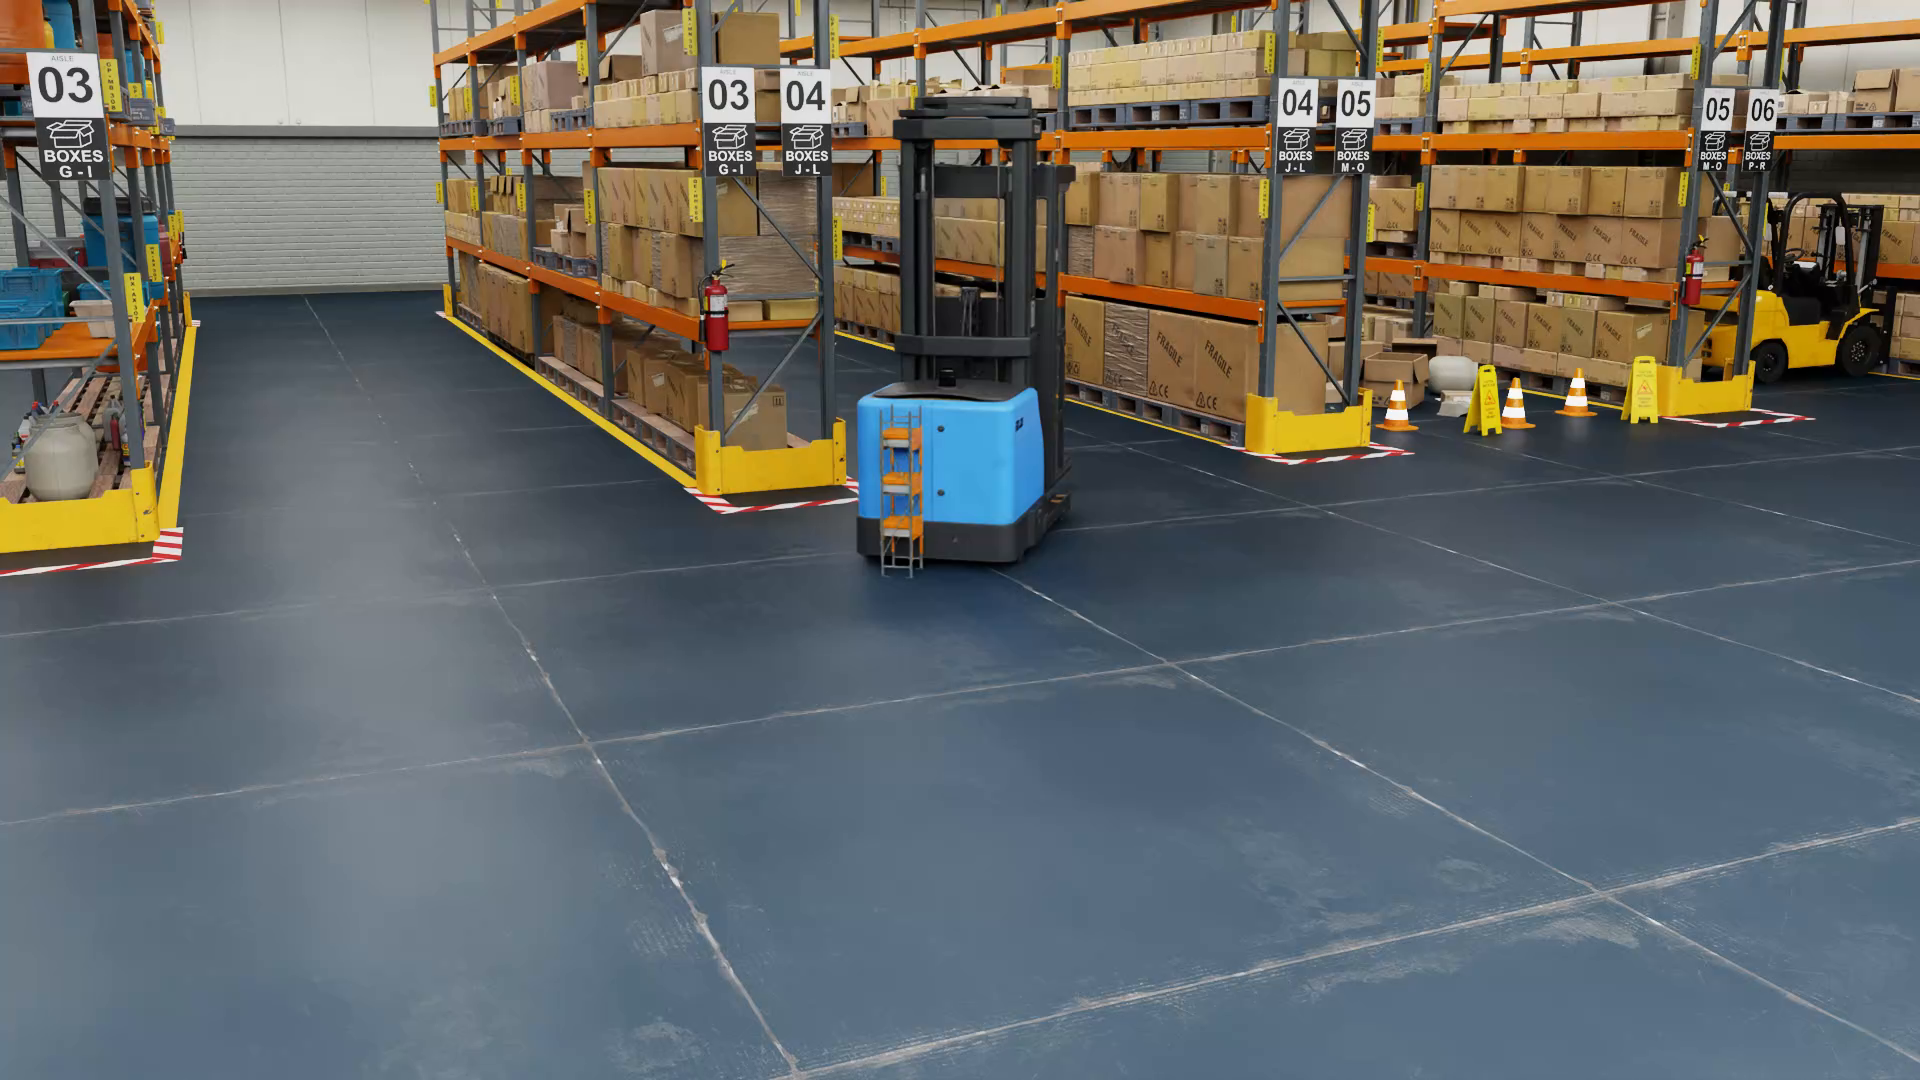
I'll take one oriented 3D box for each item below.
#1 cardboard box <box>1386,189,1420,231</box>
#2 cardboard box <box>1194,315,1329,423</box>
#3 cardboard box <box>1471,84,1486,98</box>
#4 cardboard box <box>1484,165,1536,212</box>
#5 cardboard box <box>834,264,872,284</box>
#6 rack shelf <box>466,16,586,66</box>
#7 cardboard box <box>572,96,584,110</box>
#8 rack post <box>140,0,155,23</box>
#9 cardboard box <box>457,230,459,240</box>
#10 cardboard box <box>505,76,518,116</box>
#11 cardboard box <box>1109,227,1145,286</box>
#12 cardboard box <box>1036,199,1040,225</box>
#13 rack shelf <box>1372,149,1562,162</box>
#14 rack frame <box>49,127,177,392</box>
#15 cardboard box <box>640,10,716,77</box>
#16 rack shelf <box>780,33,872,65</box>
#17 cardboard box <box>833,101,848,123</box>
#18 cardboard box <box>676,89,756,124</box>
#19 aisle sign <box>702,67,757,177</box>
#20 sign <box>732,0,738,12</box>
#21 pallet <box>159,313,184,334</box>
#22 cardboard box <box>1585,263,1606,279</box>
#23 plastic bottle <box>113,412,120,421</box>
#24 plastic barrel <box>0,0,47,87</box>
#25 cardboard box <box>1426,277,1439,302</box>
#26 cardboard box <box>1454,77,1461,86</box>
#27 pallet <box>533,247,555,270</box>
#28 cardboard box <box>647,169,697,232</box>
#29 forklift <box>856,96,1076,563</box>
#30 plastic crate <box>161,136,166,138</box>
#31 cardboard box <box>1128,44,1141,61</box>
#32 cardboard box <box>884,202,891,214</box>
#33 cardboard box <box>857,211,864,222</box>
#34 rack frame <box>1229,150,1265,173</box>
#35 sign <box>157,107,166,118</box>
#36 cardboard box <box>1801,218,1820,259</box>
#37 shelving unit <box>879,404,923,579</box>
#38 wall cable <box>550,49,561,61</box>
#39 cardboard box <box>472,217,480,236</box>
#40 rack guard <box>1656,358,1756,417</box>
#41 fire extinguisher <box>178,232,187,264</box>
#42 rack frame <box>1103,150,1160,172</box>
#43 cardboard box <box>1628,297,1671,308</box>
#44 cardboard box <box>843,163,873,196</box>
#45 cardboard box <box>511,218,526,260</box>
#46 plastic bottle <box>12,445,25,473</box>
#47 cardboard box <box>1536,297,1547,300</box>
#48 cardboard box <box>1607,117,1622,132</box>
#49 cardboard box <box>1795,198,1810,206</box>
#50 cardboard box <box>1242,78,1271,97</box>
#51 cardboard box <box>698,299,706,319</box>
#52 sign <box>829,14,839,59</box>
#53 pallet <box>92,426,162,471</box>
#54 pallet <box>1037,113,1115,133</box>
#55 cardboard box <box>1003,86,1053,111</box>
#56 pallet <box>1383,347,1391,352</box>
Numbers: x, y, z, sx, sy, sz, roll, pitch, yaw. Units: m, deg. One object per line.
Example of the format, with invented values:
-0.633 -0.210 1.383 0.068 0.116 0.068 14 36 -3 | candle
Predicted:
5.620 -4.070 20.491 0.500 0.500 0.500 -6 14 -24 | cardboard box
2.790 -1.607 15.440 0.875 0.875 0.875 -6 14 -23 | cardboard box
6.071 -5.124 18.992 0.380 0.149 0.250 -6 14 -25 | cardboard box
6.354 -3.954 18.703 0.700 0.500 0.500 -6 14 -24 | cardboard box
-1.631 -3.958 24.767 0.500 0.250 0.500 -6 14 -25 | cardboard box
-5.468 -6.319 21.199 1.077 0.370 4.000 -6 14 -23 | rack shelf
-3.908 -4.633 17.669 0.380 0.166 0.250 -6 14 -25 | cardboard box
-9.880 -6.180 19.224 0.937 0.300 0.954 -4 14 -17 | rack post
-7.515 -4.691 25.541 0.380 0.149 0.250 -6 14 -24 | cardboard box
-5.404 -5.533 20.820 0.500 0.500 0.500 -5 14 -20 | cardboard box
2.028 -2.894 16.887 0.875 0.550 0.550 -6 14 -23 | cardboard box
1.108 -3.873 19.014 0.700 0.500 0.500 -6 14 -24 | cardboard box
8.158 -6.397 27.300 1.077 0.370 4.000 -6 14 -23 | rack shelf
-9.206 -3.081 18.031 1.000 3.000 0.127 -6 14 -23 | rack frame
-2.315 -4.072 13.668 0.500 0.500 0.500 -6 14 -23 | cardboard box
-2.486 -7.766 26.570 1.077 0.370 4.000 -6 14 -23 | rack shelf
-1.524 -6.204 24.137 0.500 0.311 0.500 -6 14 -24 | cardboard box
-1.889 -3.341 12.833 0.500 0.250 0.500 -5 14 -22 | cardboard box
-1.713 -3.103 12.357 0.394 0.787 0.004 -6 14 -23 | aisle sign
-3.784 -8.976 27.948 0.100 0.325 0.005 -6 14 -23 | sign
-12.115 -3.202 24.736 1.003 0.211 1.213 -6 14 -23 | pallet
6.855 -2.854 17.607 0.380 0.149 0.250 -5 14 -22 | cardboard box
-6.959 -0.918 13.732 0.061 0.283 0.133 -6 14 -23 | plastic bottle
-6.312 -3.393 10.840 0.600 0.830 0.708 -6 14 -23 | plastic barrel
7.965 -4.245 27.673 0.500 0.500 0.500 -6 14 -25 | cardboard box
5.939 -5.693 20.955 0.500 0.250 0.500 -6 14 -24 | cardboard box
-4.284 -3.298 19.391 1.213 0.211 1.003 -6 14 -23 | pallet
-2.313 -2.854 13.951 0.500 0.500 0.500 -6 14 -23 | cardboard box
0.185 -1.570 11.652 1.130 2.935 3.031 3 13 14 | forklift
-11.753 -5.914 24.089 0.450 0.188 0.336 -6 14 -23 | plastic crate
1.866 -4.741 16.187 0.380 0.149 0.250 -6 14 -23 | cardboard box
-0.797 -4.440 22.207 0.380 0.149 0.250 -6 14 -24 | cardboard box
-1.216 -4.510 23.171 0.380 0.149 0.250 -5 14 -22 | cardboard box
5.755 -6.526 32.913 1.000 3.000 0.127 -6 14 -23 | rack frame
-10.303 -5.423 21.475 0.100 0.325 0.005 -6 14 -23 | sign
10.928 -3.769 20.782 0.500 0.500 0.500 -6 14 -24 | cardboard box
-0.364 -0.301 10.343 0.215 1.050 0.252 3 13 14 | shelving unit
-6.979 -11.151 32.459 2.277 5.999 0.120 -6 14 -23 | wall cable
-6.687 -4.494 23.810 0.500 0.250 0.500 -6 14 -24 | cardboard box
7.587 -1.569 17.040 1.175 0.500 0.348 -6 14 -23 | rack guard
-12.054 -4.587 25.535 0.296 0.674 0.183 -6 14 -23 | fire extinguisher
2.811 -5.250 27.402 1.000 3.000 0.127 -6 14 -23 | rack frame
10.039 -3.362 23.579 0.875 0.625 0.625 -6 14 -24 | cardboard box
-1.642 -5.578 25.720 0.500 0.500 0.500 -5 14 -22 | cardboard box
-5.286 -3.761 20.744 0.500 0.500 0.500 -6 14 -23 | cardboard box
-7.138 -0.619 12.624 0.097 0.201 0.097 0 13 0 | plastic bottle
6.909 -2.520 19.107 0.500 0.500 0.500 -5 14 -20 | cardboard box
6.973 -4.323 17.301 0.380 0.149 0.250 -6 14 -23 | cardboard box
10.725 -4.303 20.991 0.380 0.149 0.250 -5 14 -22 | cardboard box
2.679 -3.933 14.464 0.380 0.149 0.250 -6 14 -23 | cardboard box
-1.866 -1.845 13.248 0.380 0.149 0.250 -6 14 -23 | cardboard box
-0.966 -3.812 12.598 0.100 0.325 0.005 -6 14 -23 | sign
-7.372 -0.754 14.159 1.003 0.211 1.213 -6 14 -23 | pallet
1.108 -4.683 18.721 0.805 0.209 1.217 -6 14 -25 | pallet
0.824 -5.006 18.875 0.500 0.250 0.500 -6 14 -23 | cardboard box
5.702 -2.400 21.270 1.003 0.211 1.213 -6 14 -23 | pallet
